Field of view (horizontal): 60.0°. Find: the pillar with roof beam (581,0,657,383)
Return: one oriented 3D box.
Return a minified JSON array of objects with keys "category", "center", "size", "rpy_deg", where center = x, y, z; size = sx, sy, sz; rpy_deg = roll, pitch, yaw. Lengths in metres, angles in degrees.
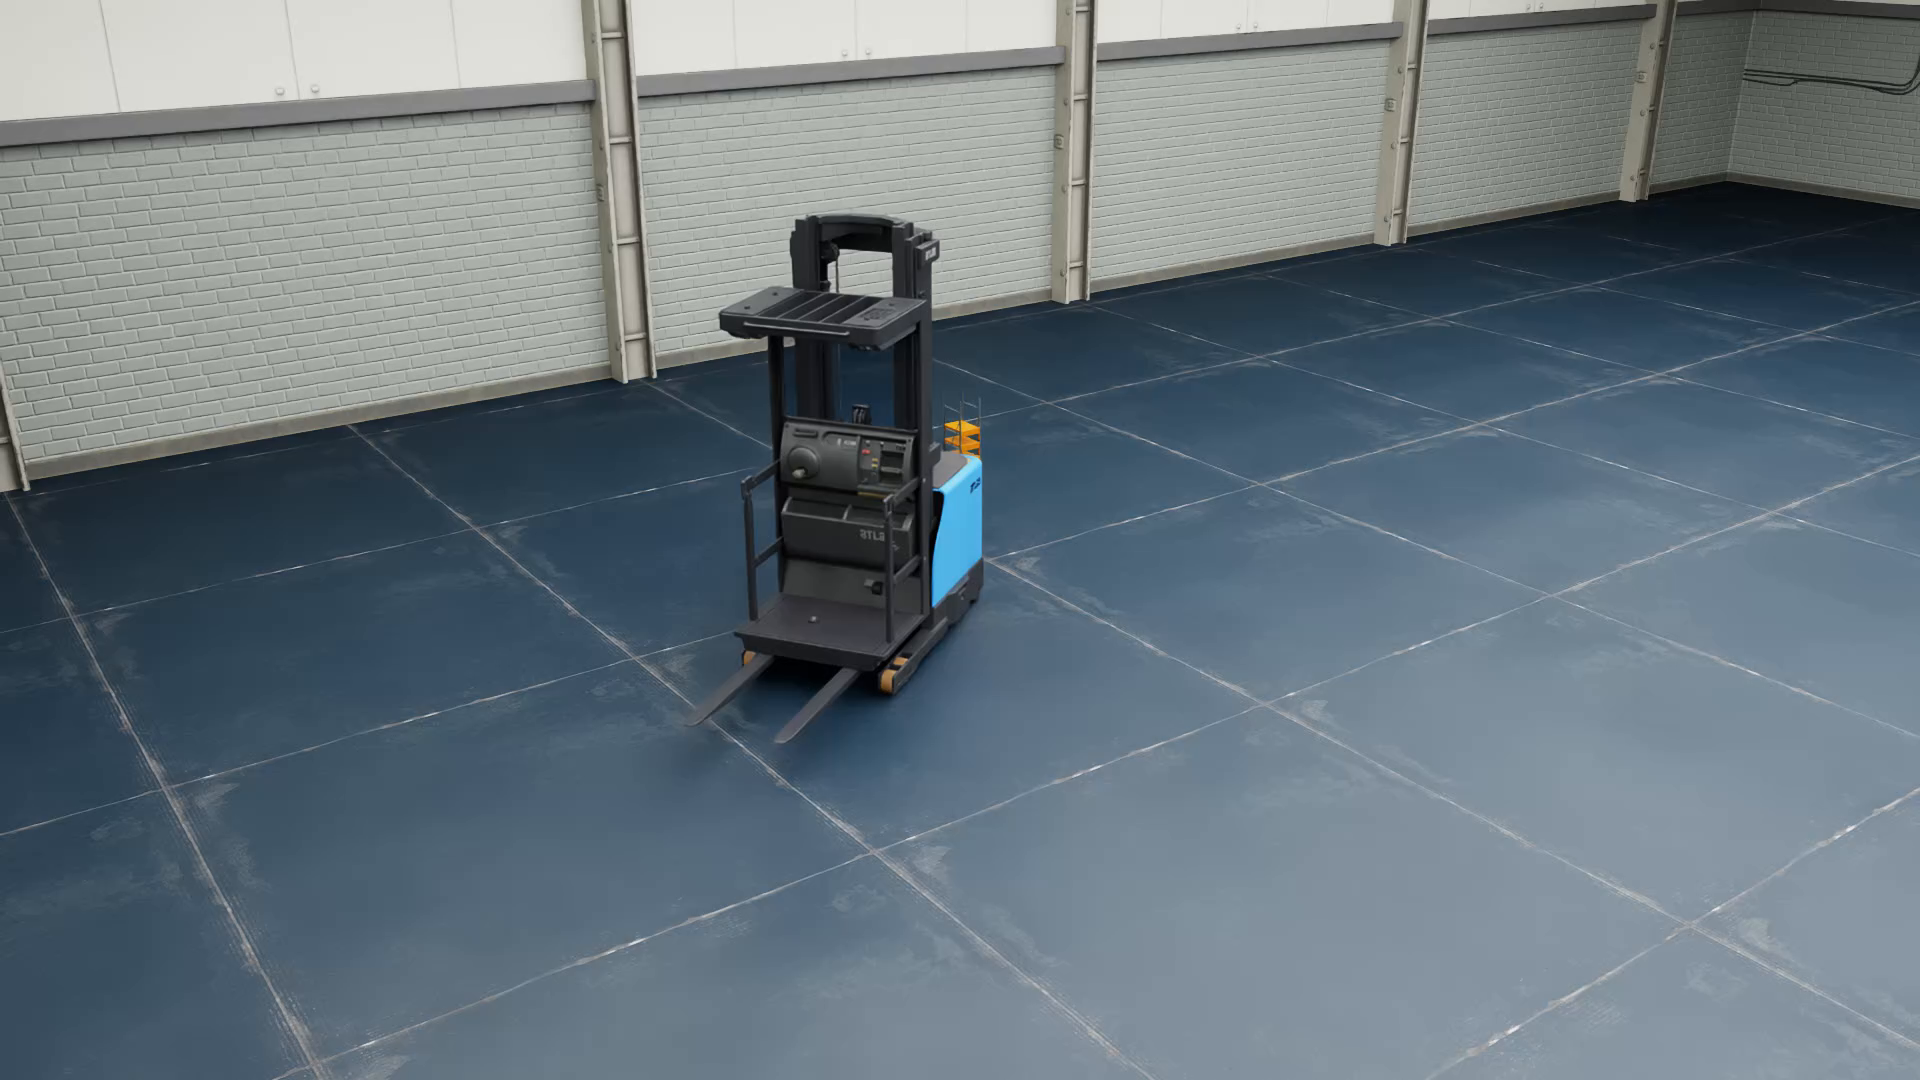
[{"category":"pillar with roof beam","center":[-0.967,-4.624,12.843],"size":[0.400,9.000,9.100],"rpy_deg":[-15,26,-33]}]

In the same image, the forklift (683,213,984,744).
[{"category":"forklift","center":[-0.821,-0.523,10.753],"size":[1.130,2.935,3.031],"rpy_deg":[8,23,19]}]

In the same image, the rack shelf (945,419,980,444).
[{"category":"rack shelf","center":[0.012,-0.853,13.065],"size":[0.180,0.103,0.258],"rpy_deg":[-15,26,-33]}]

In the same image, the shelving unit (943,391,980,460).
[{"category":"shelving unit","center":[0.012,-0.560,13.182],"size":[0.189,1.200,0.258],"rpy_deg":[-15,26,-33]}]

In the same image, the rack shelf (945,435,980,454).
[{"category":"rack shelf","center":[0.012,-0.742,13.109],"size":[0.180,0.103,0.258],"rpy_deg":[-15,26,-33]}]

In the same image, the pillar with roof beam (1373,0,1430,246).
[{"category":"pillar with roof beam","center":[8.774,-7.222,19.352],"size":[0.400,9.000,9.100],"rpy_deg":[-15,26,-33]}]

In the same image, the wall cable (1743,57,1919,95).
[{"category":"wall cable","center":[14.294,-8.613,27.029],"size":[0.112,2.526,3.097],"rpy_deg":[-15,26,-33]}]

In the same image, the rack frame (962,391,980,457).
[{"category":"rack frame","center":[0.086,-0.580,13.231],"size":[0.006,1.200,0.240],"rpy_deg":[-15,26,-33]}]

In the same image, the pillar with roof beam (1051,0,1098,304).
[{"category":"pillar with roof beam","center":[3.904,-5.923,16.098],"size":[0.400,9.000,9.100],"rpy_deg":[-15,26,-33]}]

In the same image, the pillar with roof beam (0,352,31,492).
[{"category":"pillar with roof beam","center":[-5.837,-3.326,9.589],"size":[0.400,9.000,9.100],"rpy_deg":[-15,26,-33]}]

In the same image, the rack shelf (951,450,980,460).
[{"category":"rack shelf","center":[0.012,-0.631,13.154],"size":[0.180,0.103,0.258],"rpy_deg":[-15,26,-33]}]

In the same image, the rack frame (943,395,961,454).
[{"category":"rack frame","center":[-0.063,-0.541,13.132],"size":[0.006,1.200,0.240],"rpy_deg":[-15,26,-33]}]

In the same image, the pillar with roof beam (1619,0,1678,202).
[{"category":"pillar with roof beam","center":[13.645,-8.520,22.607],"size":[0.400,9.000,9.100],"rpy_deg":[-15,26,-33]}]
